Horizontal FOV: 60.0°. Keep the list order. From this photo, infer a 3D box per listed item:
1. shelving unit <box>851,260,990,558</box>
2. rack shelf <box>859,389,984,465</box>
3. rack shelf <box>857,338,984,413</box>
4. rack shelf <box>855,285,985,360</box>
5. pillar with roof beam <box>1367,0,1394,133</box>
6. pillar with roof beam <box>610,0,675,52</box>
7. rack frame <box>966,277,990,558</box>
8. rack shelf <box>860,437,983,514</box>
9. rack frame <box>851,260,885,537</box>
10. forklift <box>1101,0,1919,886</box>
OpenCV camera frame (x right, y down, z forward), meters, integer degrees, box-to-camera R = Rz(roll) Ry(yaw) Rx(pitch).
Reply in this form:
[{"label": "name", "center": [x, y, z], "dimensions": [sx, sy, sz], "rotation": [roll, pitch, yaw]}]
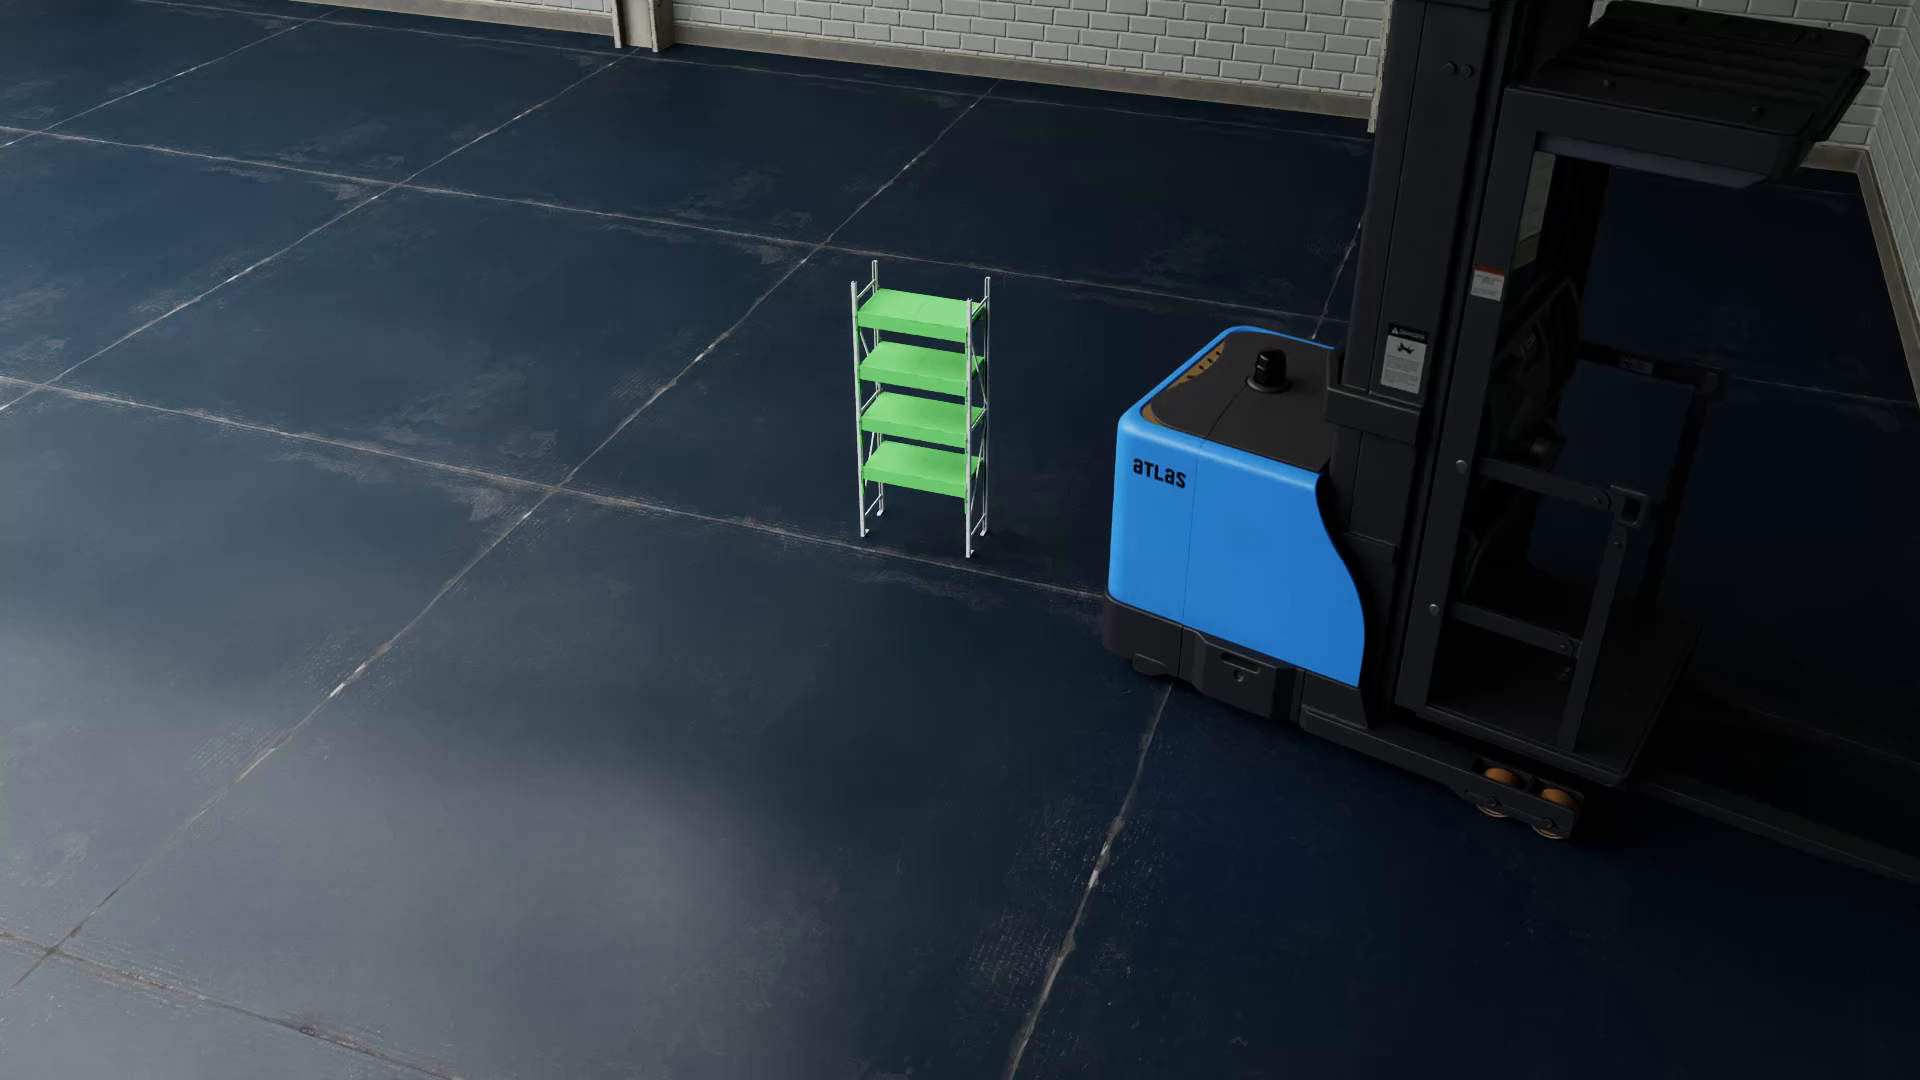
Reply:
[{"label": "shelving unit", "center": [-0.156, -0.534, 6.971], "dimensions": [0.503, 1.200, 0.258], "rotation": [11, 34, 16]}, {"label": "rack shelf", "center": [-0.156, -0.481, 7.006], "dimensions": [0.480, 0.148, 0.258], "rotation": [11, 34, 16]}, {"label": "rack shelf", "center": [-0.156, -0.682, 6.876], "dimensions": [0.480, 0.148, 0.258], "rotation": [11, 34, 16]}, {"label": "rack shelf", "center": [-0.156, -0.884, 6.746], "dimensions": [0.480, 0.148, 0.258], "rotation": [11, 34, 16]}, {"label": "pillar with roof beam", "center": [1.653, -4.497, 5.918], "dimensions": [0.400, 9.000, 9.100], "rotation": [11, 34, 16]}, {"label": "pillar with roof beam", "center": [-3.996, -5.595, 7.619], "dimensions": [0.400, 9.000, 9.100], "rotation": [11, 34, 16]}, {"label": "rack frame", "center": [0.074, -0.490, 6.902], "dimensions": [0.015, 1.200, 0.240], "rotation": [11, 34, 16]}, {"label": "rack shelf", "center": [-0.156, -0.279, 7.136], "dimensions": [0.480, 0.148, 0.258], "rotation": [11, 34, 16]}, {"label": "rack frame", "center": [-0.386, -0.579, 7.041], "dimensions": [0.015, 1.200, 0.240], "rotation": [11, 34, 16]}, {"label": "forklift", "center": [2.064, -0.543, 5.390], "dimensions": [3.031, 2.935, 1.130], "rotation": [20, 38, 28]}]
